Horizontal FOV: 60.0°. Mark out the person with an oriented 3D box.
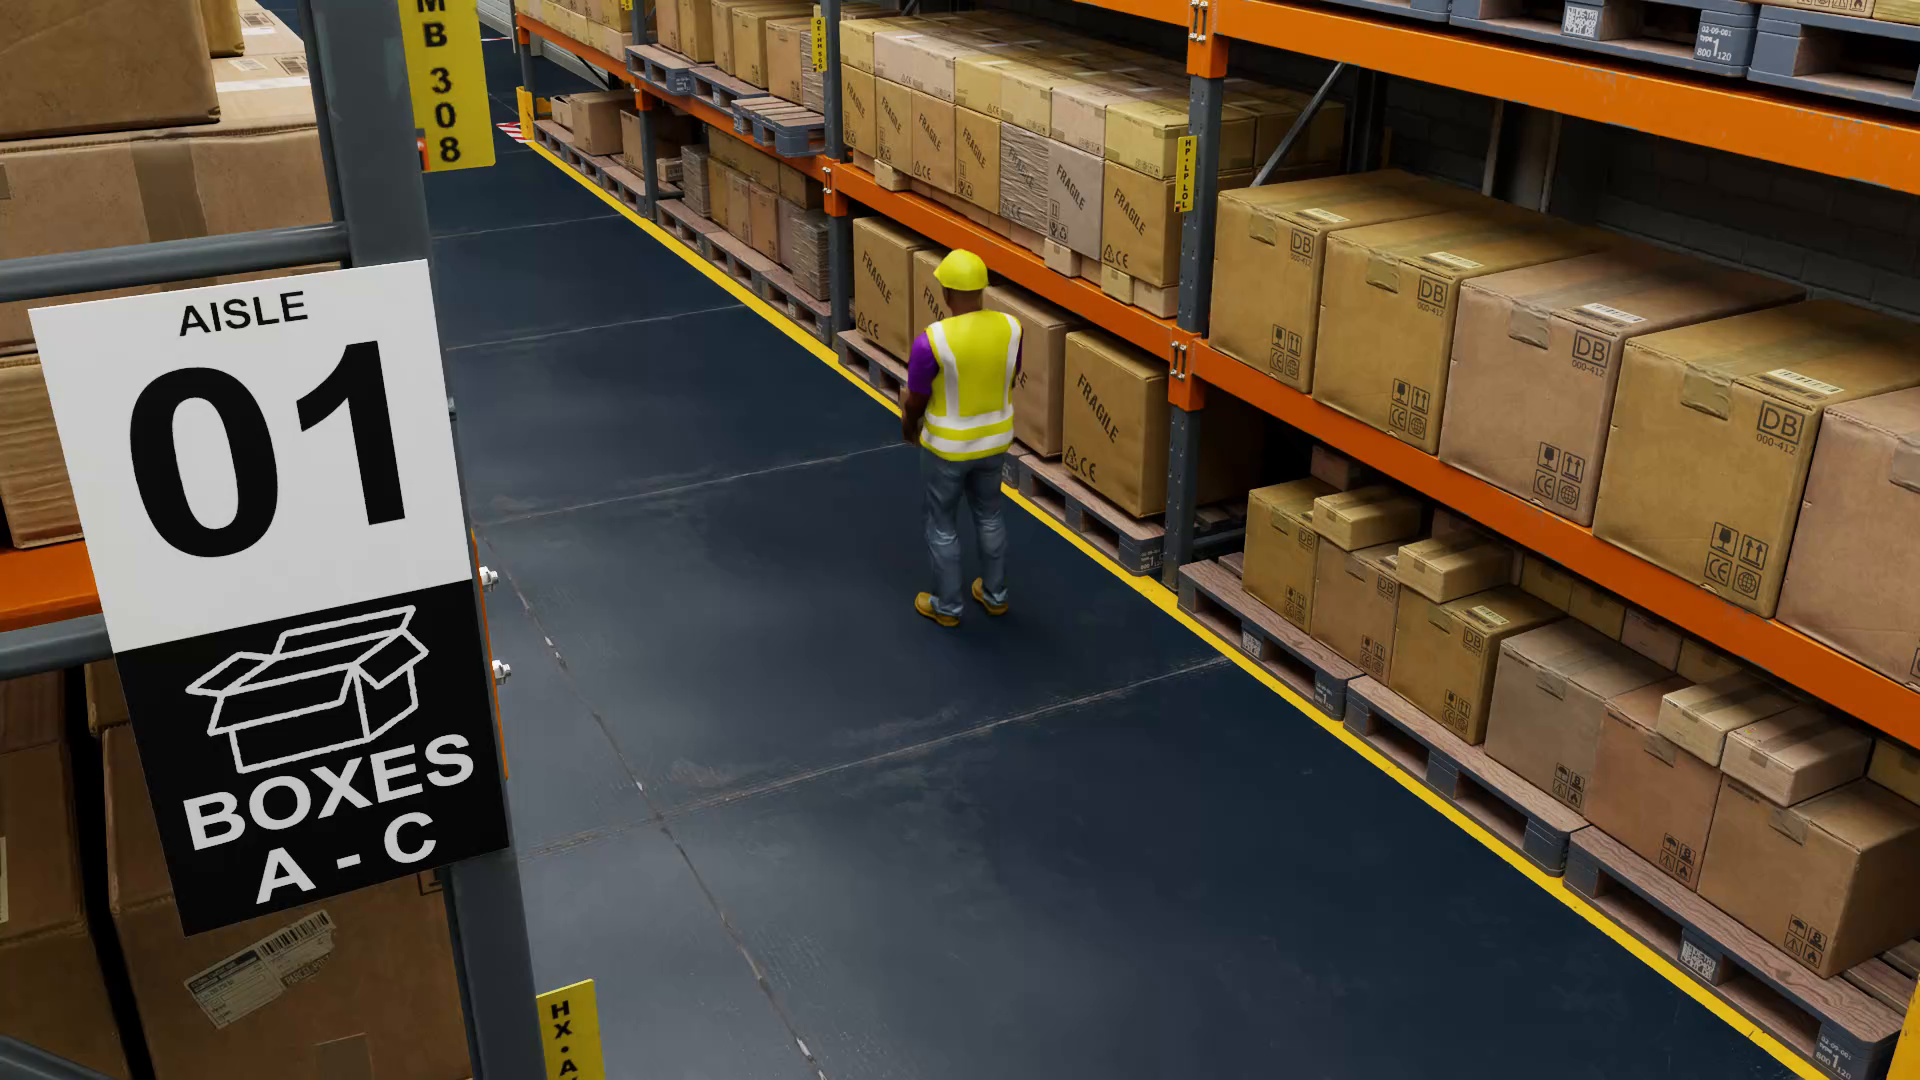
[{"bbox_3d":[-0.014,-0.470,7.571,0.558,1.769,0.515,-13,28,-25],"label":"person"}]
